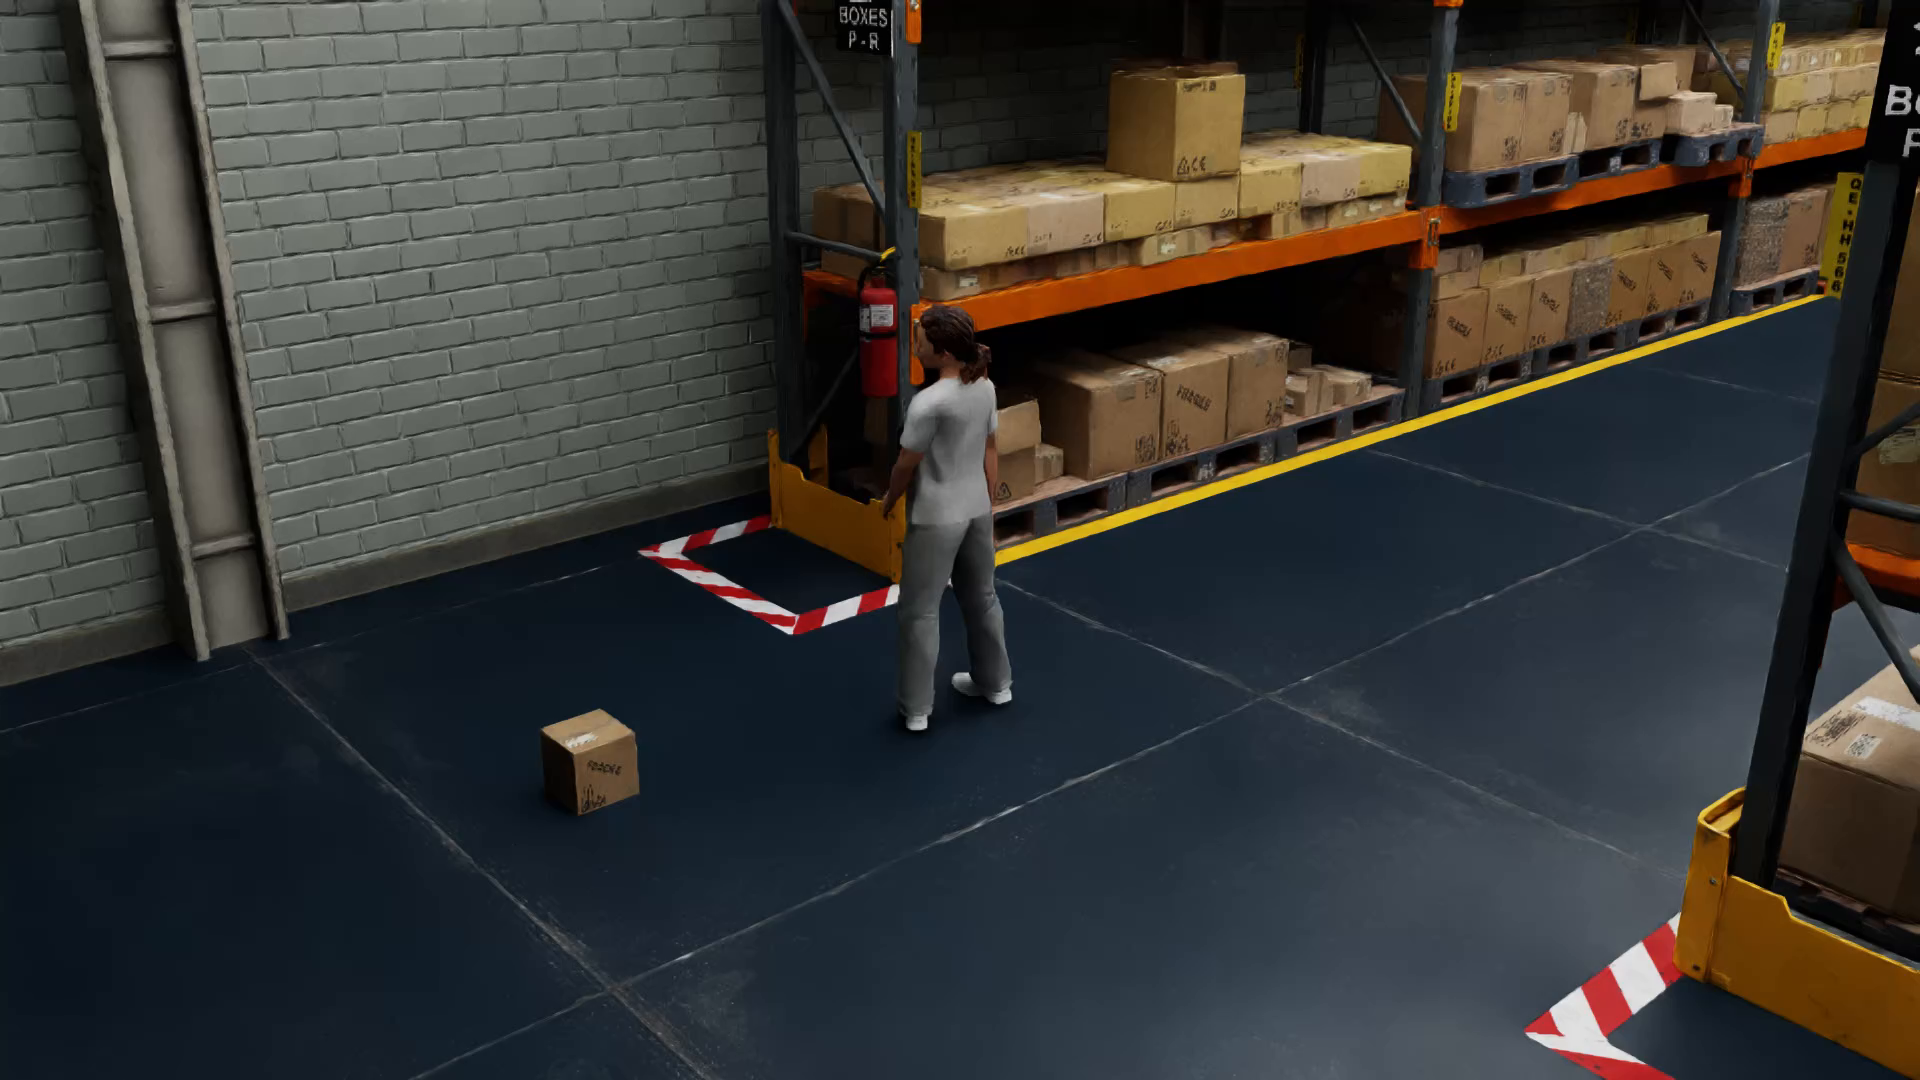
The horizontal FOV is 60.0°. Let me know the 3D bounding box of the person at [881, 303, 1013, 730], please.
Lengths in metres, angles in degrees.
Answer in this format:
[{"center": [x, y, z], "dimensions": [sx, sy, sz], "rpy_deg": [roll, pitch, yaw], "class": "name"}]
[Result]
[{"center": [-0.069, -0.064, 6.331], "dimensions": [0.422, 1.609, 0.549], "rpy_deg": [16, 26, 36], "class": "person"}]
